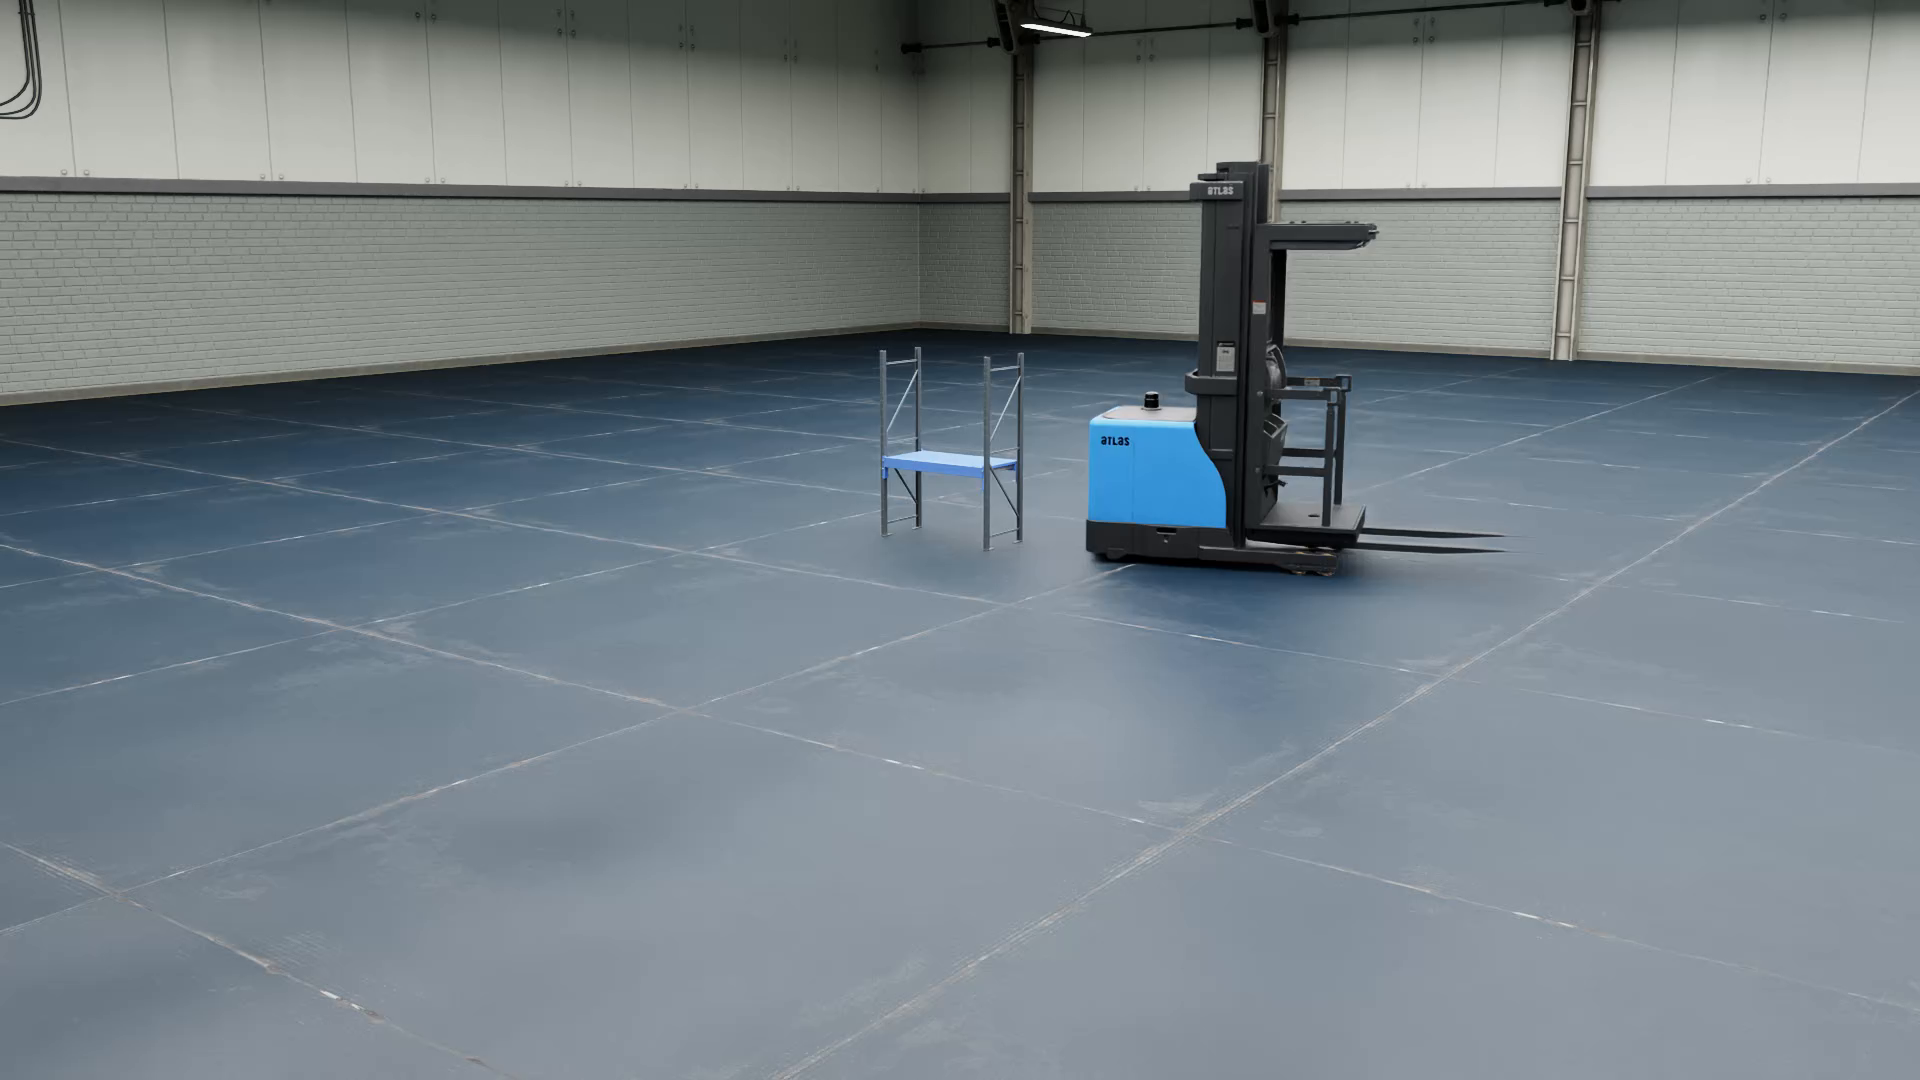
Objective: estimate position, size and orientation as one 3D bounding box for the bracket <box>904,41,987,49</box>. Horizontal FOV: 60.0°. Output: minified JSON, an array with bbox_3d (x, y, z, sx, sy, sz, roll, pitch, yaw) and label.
[{"bbox_3d":[-0.617,-11.026,37.169,3.189,0.066,0.076,8,13,36],"label":"bracket"}]

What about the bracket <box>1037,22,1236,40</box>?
[{"bbox_3d":[3.563,-10.443,34.156,4.783,0.066,0.076,8,13,36],"label":"bracket"}]

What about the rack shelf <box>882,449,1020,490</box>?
[{"bbox_3d":[-0.069,-0.569,13.287,1.000,0.185,0.538,8,13,36],"label":"rack shelf"}]

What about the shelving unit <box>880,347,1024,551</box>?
[{"bbox_3d":[-0.069,-0.746,13.253,1.048,1.500,0.538,8,13,36],"label":"shelving unit"}]

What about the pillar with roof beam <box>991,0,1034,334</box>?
[{"bbox_3d":[-1.186,-8.407,33.110,0.548,9.000,9.100,8,13,36],"label":"pillar with roof beam"}]

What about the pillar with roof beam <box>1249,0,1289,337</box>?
[{"bbox_3d":[3.650,-7.732,29.624,0.548,9.000,9.100,8,13,36],"label":"pillar with roof beam"}]

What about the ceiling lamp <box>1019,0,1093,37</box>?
[{"bbox_3d":[1.540,-10.738,29.792,0.800,3.185,2.000,8,13,36],"label":"ceiling lamp"}]

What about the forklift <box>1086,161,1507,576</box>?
[{"bbox_3d":[2.527,-1.289,12.292,3.031,2.935,1.130,3,11,17],"label":"forklift"}]

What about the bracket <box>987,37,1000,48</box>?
[{"bbox_3d":[0.817,-10.826,36.135,0.430,0.232,0.235,8,13,36],"label":"bracket"}]

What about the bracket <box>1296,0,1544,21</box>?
[{"bbox_3d":[8.399,-9.768,30.669,4.783,0.066,0.076,8,13,36],"label":"bracket"}]

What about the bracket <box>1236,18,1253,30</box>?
[{"bbox_3d":[5.653,-10.151,32.649,0.430,0.232,0.235,8,13,36],"label":"bracket"}]

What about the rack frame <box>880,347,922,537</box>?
[{"bbox_3d":[-0.478,-0.803,13.549,0.032,1.500,0.500,8,13,36],"label":"rack frame"}]

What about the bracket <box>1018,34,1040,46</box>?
[{"bbox_3d":[1.486,-10.732,35.653,0.430,0.232,0.235,8,13,36],"label":"bracket"}]

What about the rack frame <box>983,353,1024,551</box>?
[{"bbox_3d":[0.341,-0.689,12.958,0.032,1.500,0.500,8,13,36],"label":"rack frame"}]

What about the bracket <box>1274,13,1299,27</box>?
[{"bbox_3d":[6.322,-10.058,32.166,0.430,0.232,0.235,8,13,36],"label":"bracket"}]

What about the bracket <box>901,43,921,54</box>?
[{"bbox_3d":[-1.093,-11.092,37.513,0.430,0.232,0.235,8,13,36],"label":"bracket"}]

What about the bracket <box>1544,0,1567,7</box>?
[{"bbox_3d":[10.489,-9.477,29.162,0.430,0.232,0.235,8,13,36],"label":"bracket"}]

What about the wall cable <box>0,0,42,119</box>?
[{"bbox_3d":[-13.243,-7.899,21.529,0.169,6.003,2.305,8,13,36],"label":"wall cable"}]

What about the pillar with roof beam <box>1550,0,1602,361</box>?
[{"bbox_3d":[8.486,-7.058,26.137,0.548,9.000,9.100,8,13,36],"label":"pillar with roof beam"}]

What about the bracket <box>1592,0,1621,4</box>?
[{"bbox_3d":[11.158,-9.383,28.679,0.430,0.232,0.235,8,13,36],"label":"bracket"}]
